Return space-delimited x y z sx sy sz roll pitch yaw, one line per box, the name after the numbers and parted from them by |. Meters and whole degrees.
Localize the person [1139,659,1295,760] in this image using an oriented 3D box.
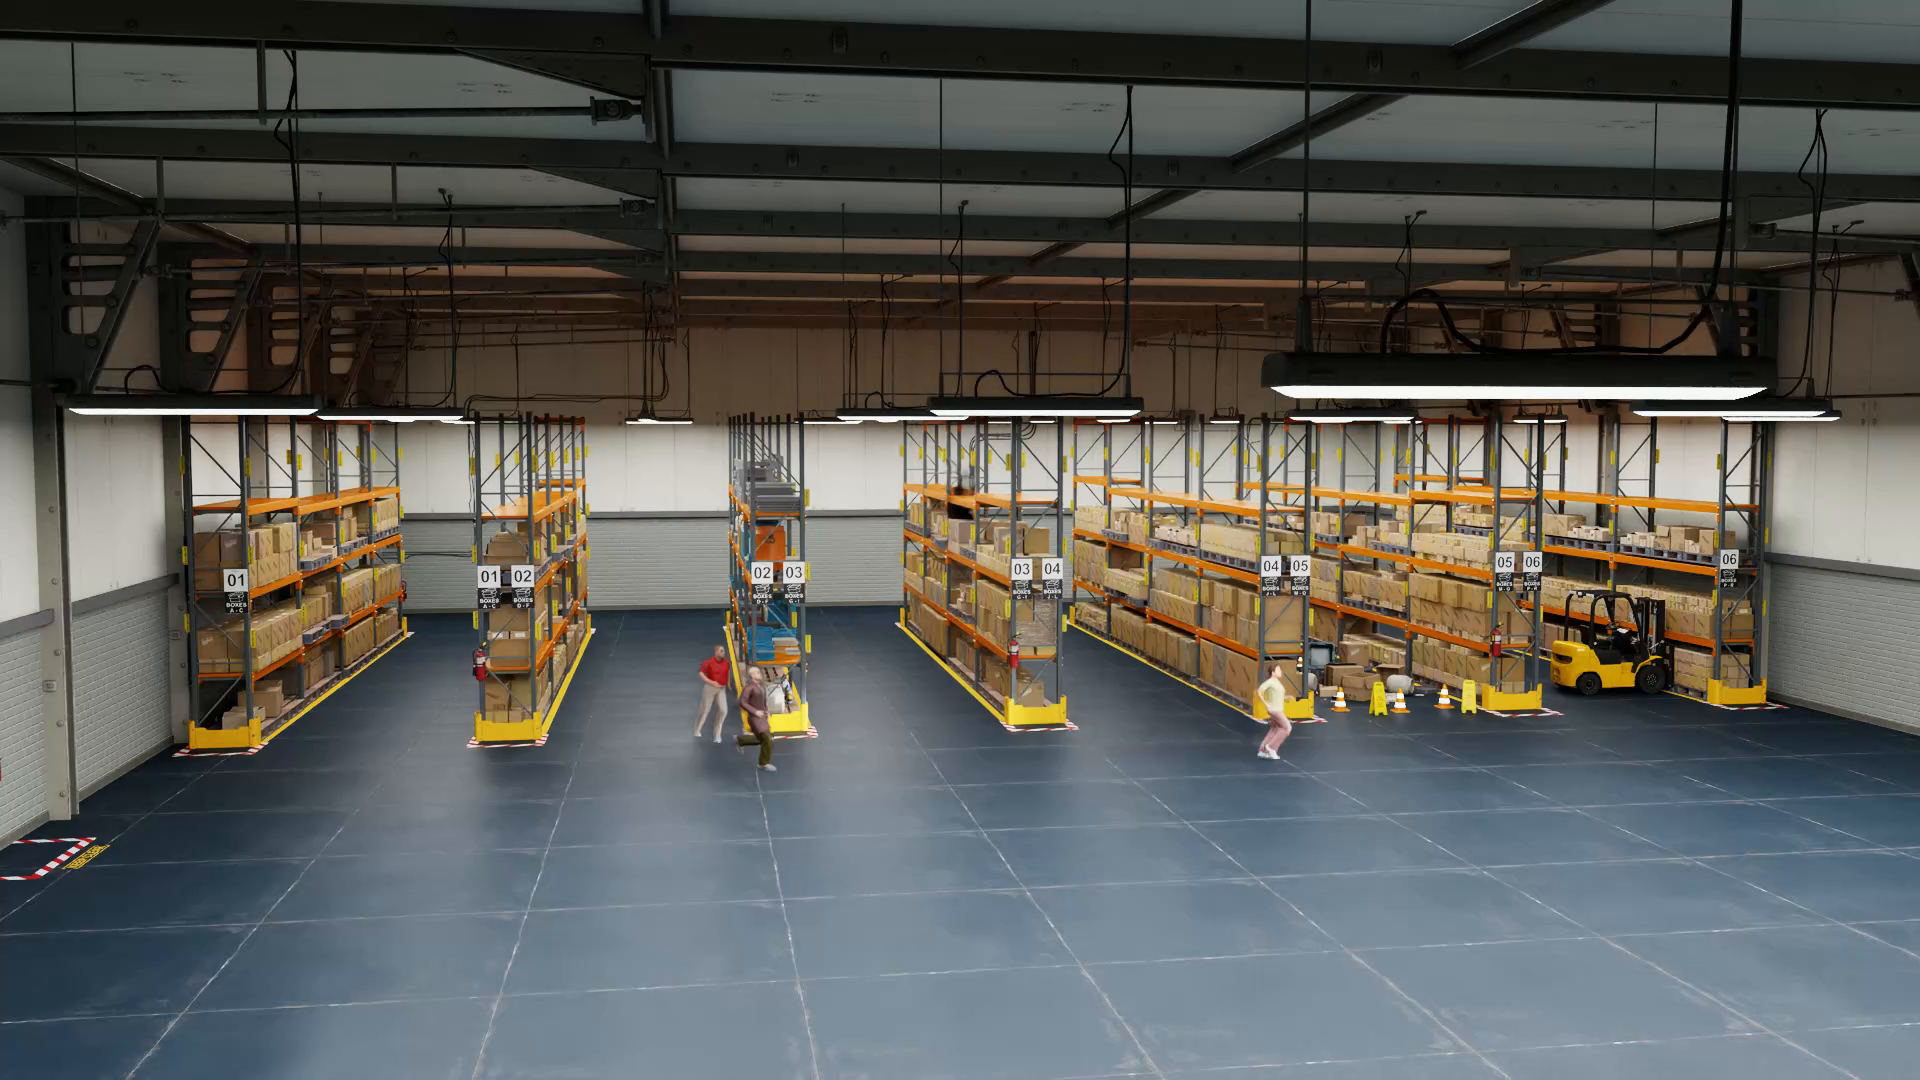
5.011 2.544 34.623 6.675 1.666 11.169 2 4 26 | person

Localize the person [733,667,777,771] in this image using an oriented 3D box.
-3.447 2.985 27.817 0.820 1.734 0.722 1 4 12 | person

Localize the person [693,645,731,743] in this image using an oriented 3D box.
-4.483 2.811 30.482 0.747 1.782 0.693 -3 5 -36 | person

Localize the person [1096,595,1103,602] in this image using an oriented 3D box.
4.432 1.502 50.002 0.506 1.676 0.905 3 5 36 | person
